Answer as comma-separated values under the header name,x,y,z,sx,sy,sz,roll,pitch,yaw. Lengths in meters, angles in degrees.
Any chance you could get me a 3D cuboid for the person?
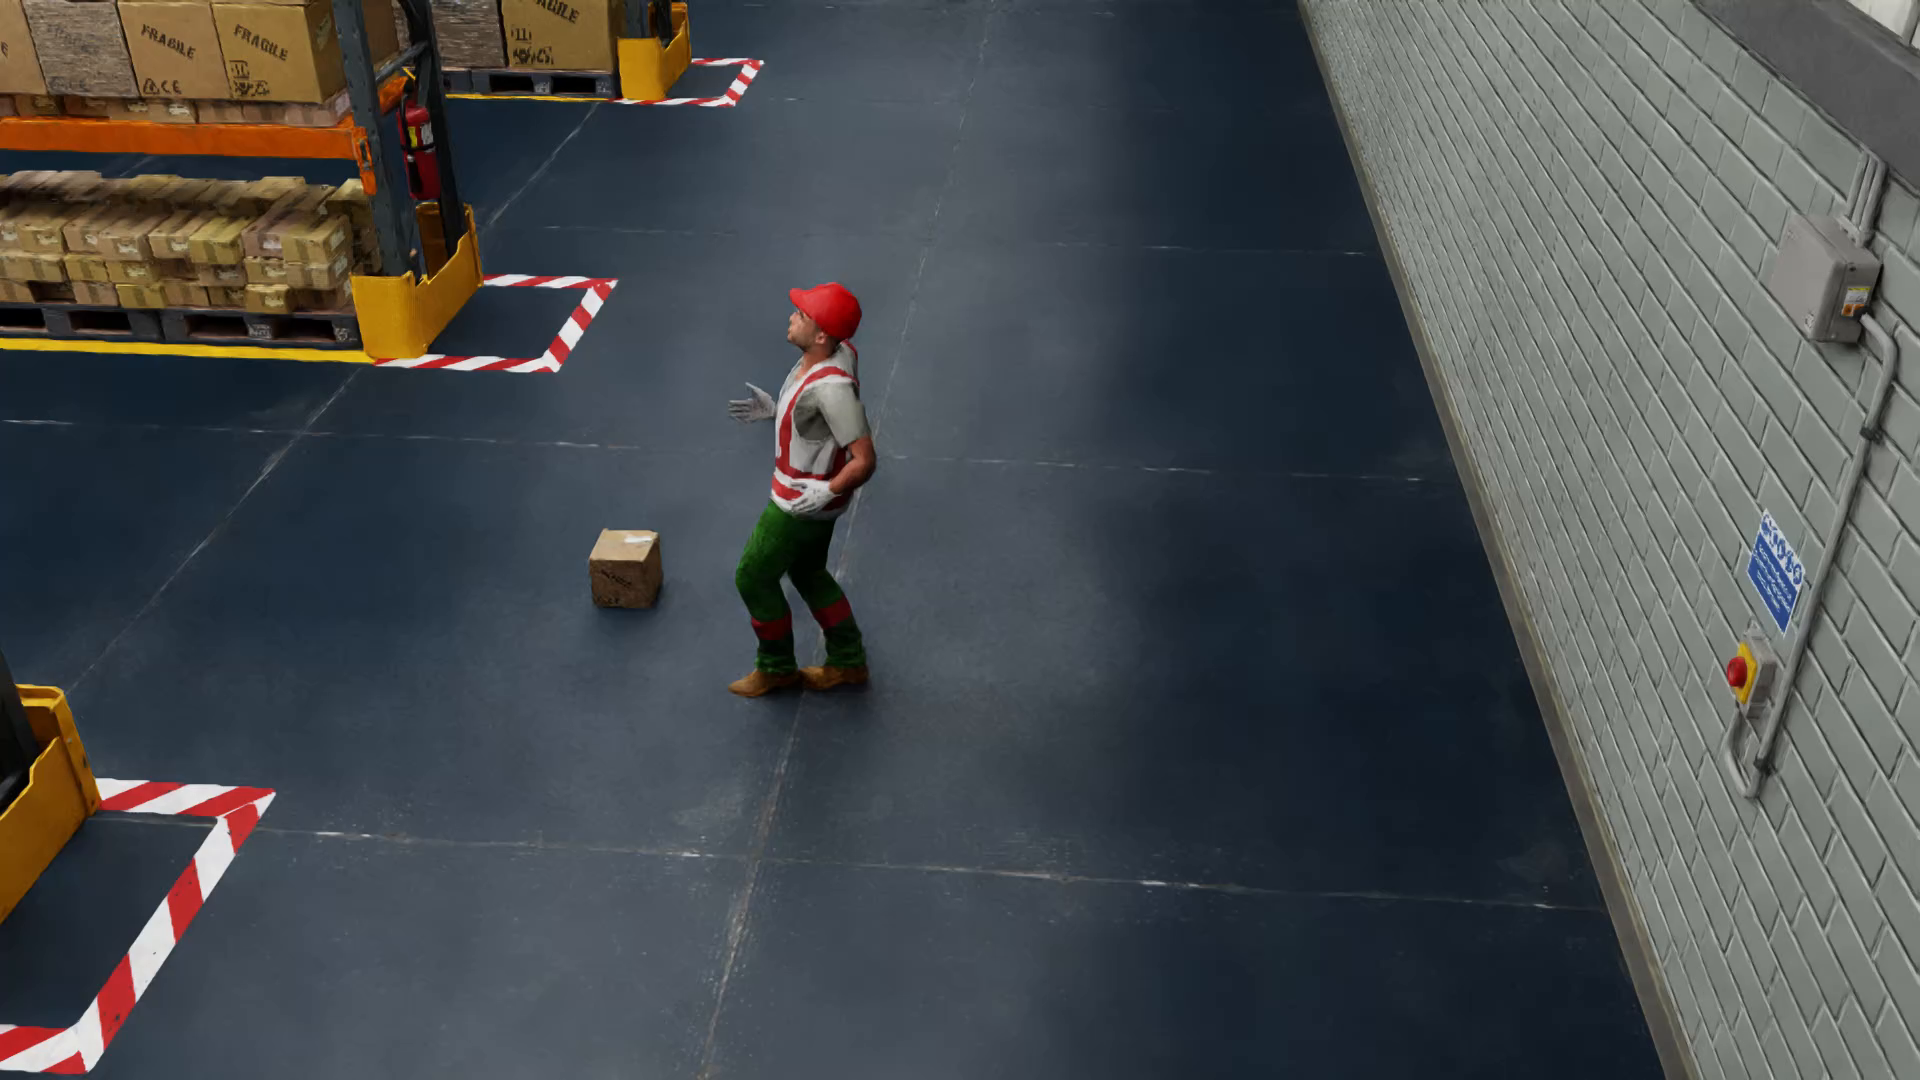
name,x,y,z,sx,sy,sz,roll,pitch,yaw
person,-0.593,-0.166,6.433,0.681,1.777,0.632,5,32,8
